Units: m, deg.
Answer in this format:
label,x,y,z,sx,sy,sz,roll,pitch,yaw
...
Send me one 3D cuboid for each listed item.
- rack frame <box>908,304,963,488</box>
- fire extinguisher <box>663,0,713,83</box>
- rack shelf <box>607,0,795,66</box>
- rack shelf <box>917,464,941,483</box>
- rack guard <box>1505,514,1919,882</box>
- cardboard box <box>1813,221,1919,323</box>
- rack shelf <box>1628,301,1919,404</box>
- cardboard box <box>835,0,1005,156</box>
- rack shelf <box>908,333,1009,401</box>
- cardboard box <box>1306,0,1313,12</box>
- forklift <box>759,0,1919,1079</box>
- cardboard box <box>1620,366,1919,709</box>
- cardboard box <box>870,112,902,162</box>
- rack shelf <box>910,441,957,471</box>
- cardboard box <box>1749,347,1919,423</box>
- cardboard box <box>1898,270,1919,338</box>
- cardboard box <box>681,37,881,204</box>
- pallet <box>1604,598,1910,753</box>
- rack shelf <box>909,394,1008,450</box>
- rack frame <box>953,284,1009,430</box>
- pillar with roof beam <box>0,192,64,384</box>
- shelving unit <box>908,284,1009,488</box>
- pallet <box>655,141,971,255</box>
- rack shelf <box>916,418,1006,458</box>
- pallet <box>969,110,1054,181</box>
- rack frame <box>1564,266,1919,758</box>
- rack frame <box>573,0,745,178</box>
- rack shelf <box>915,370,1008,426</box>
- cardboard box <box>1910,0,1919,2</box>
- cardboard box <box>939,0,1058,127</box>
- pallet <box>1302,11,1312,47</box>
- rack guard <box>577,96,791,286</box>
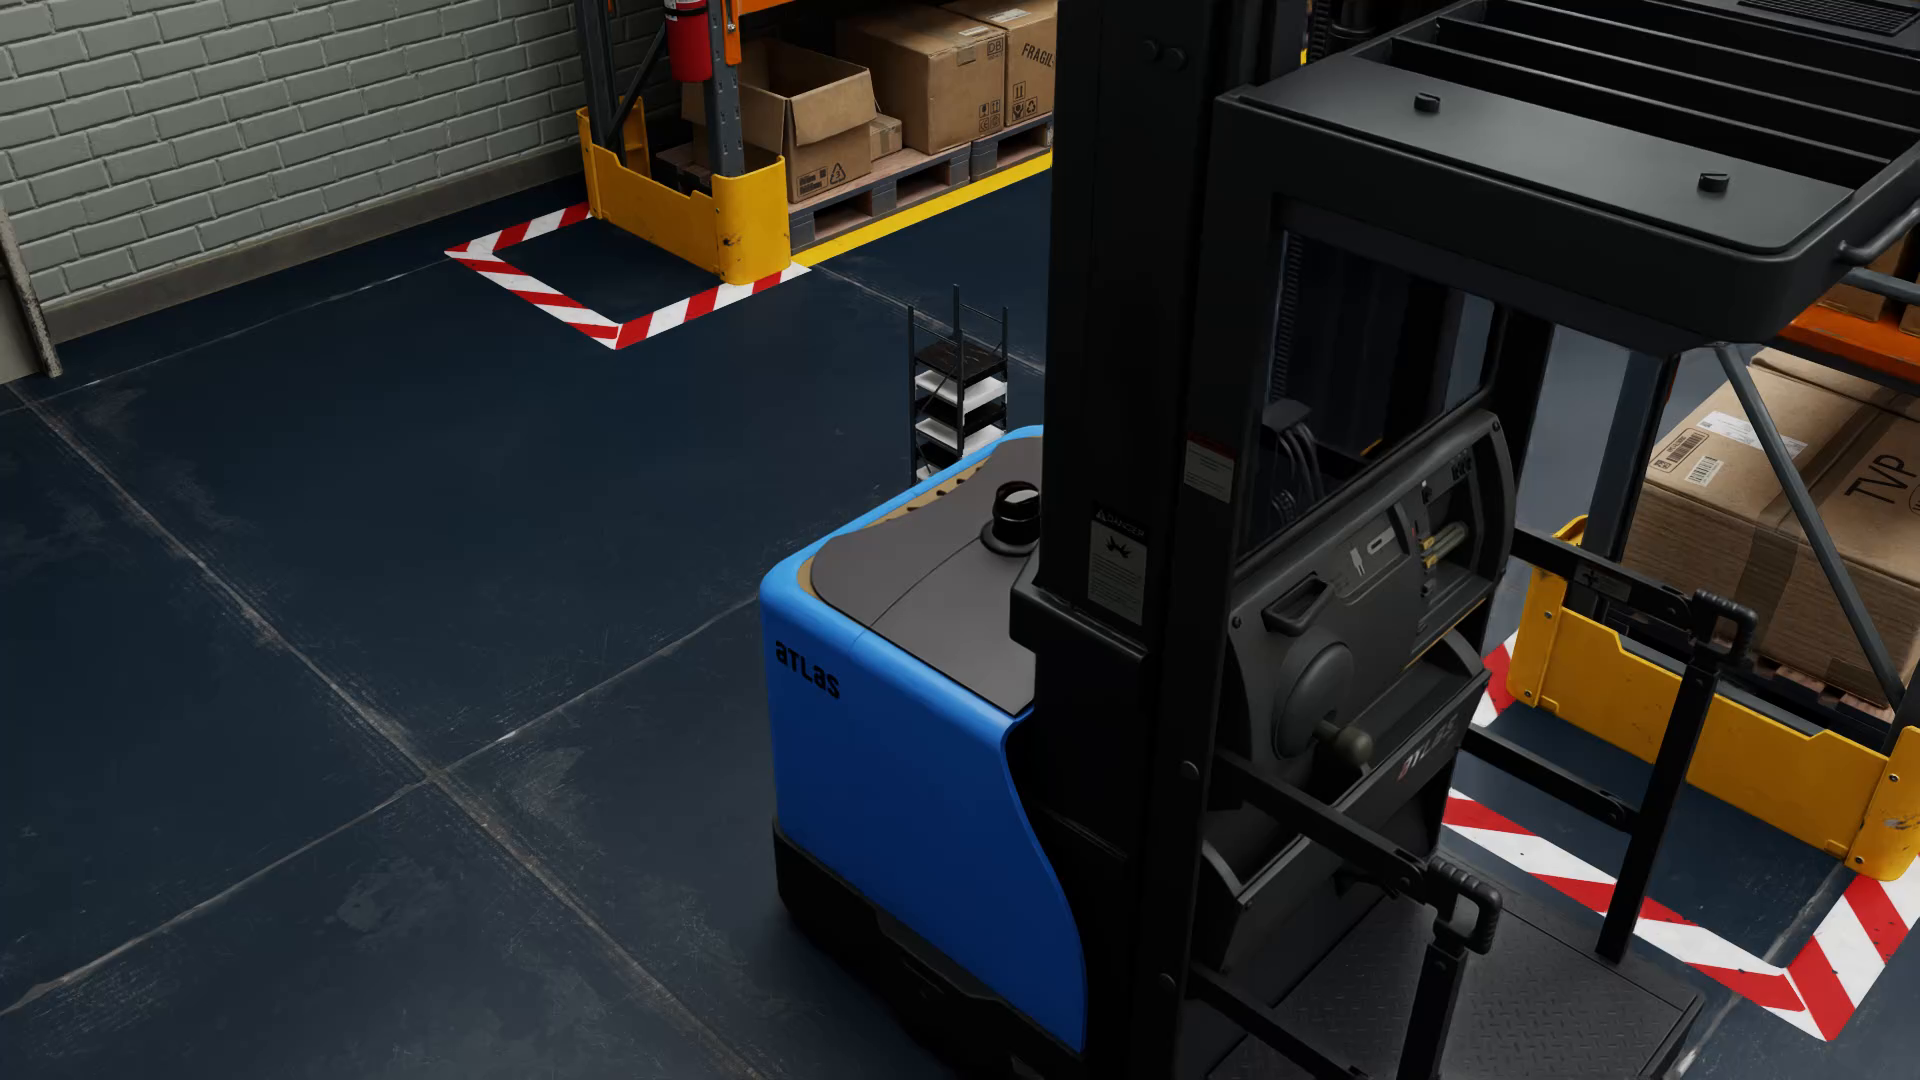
label,x,y,z,sx,sy,sz,roll,pitch,yaw
rack frame,-0.077,-0.325,5.429,0.240,0.900,0.006,30,45,35
fire extinguisher,-1.103,-2.185,6.655,0.296,0.674,0.183,30,45,35
rack shelf,0.082,-3.133,8.249,1.077,0.370,4.000,30,45,35
rack shelf,-0.006,-0.191,5.610,0.258,0.077,0.200,30,45,35
rack guard,2.181,0.418,4.714,1.175,0.500,0.348,30,45,35
cardboard box,2.350,-0.961,4.418,0.500,0.500,0.500,-30,45,-35
rack shelf,3.607,-1.134,5.382,1.077,0.370,4.000,30,45,35
cardboard box,-0.199,-2.304,8.250,0.500,0.500,0.700,-28,44,-34
rack shelf,-0.006,-0.560,5.352,0.258,0.077,0.200,30,45,35
cardboard box,1.992,-3.492,9.954,0.500,0.500,0.500,-28,43,-34
forklift,0.941,0.135,2.994,3.031,2.935,1.130,28,44,34
cardboard box,2.592,-0.047,5.067,0.875,0.438,0.875,28,44,34
cardboard box,-0.502,-1.986,8.100,0.380,0.149,0.250,28,43,34
rack shelf,-0.006,-0.265,5.558,0.258,0.077,0.200,30,45,35
cardboard box,3.231,-0.421,5.605,0.875,0.438,0.875,-29,44,-34
cardboard box,2.740,-0.737,4.097,0.500,0.500,0.500,29,44,35
cardboard box,-0.829,-1.974,7.774,0.797,0.503,0.637,28,43,34
pallet,2.706,0.171,5.321,1.003,0.211,1.213,30,45,35
rack shelf,-0.006,-0.412,5.455,0.258,0.077,0.200,30,45,35
rack frame,0.066,-0.407,5.547,0.240,0.900,0.006,30,45,35
pillar with roof beam,-0.811,-2.610,1.626,9.100,9.000,0.400,30,45,35
shelving unit,-0.006,-0.366,5.488,0.258,0.900,0.210,30,45,35
pallet,-0.713,-1.827,8.185,1.003,0.211,1.213,30,45,35
rack shelf,-0.006,-0.338,5.507,0.258,0.077,0.200,30,45,35
pallet,0.147,-2.320,8.892,1.003,0.211,1.213,30,45,35
rack frame,2.198,-0.617,4.013,1.000,3.000,0.127,30,45,35
rack frame,-1.327,-2.616,6.879,1.000,3.000,0.127,30,45,35
rack shelf,-0.006,-0.486,5.404,0.258,0.077,0.200,30,45,35
cardboard box,2.369,-1.360,4.116,0.500,0.500,0.500,-28,44,-34
cardboard box,0.244,-2.479,8.500,0.500,0.500,0.500,-29,44,-35
pallet,2.037,-3.441,10.500,1.003,0.211,1.213,30,45,35
rack guard,-1.274,-1.622,7.638,1.175,0.500,0.348,30,45,35
